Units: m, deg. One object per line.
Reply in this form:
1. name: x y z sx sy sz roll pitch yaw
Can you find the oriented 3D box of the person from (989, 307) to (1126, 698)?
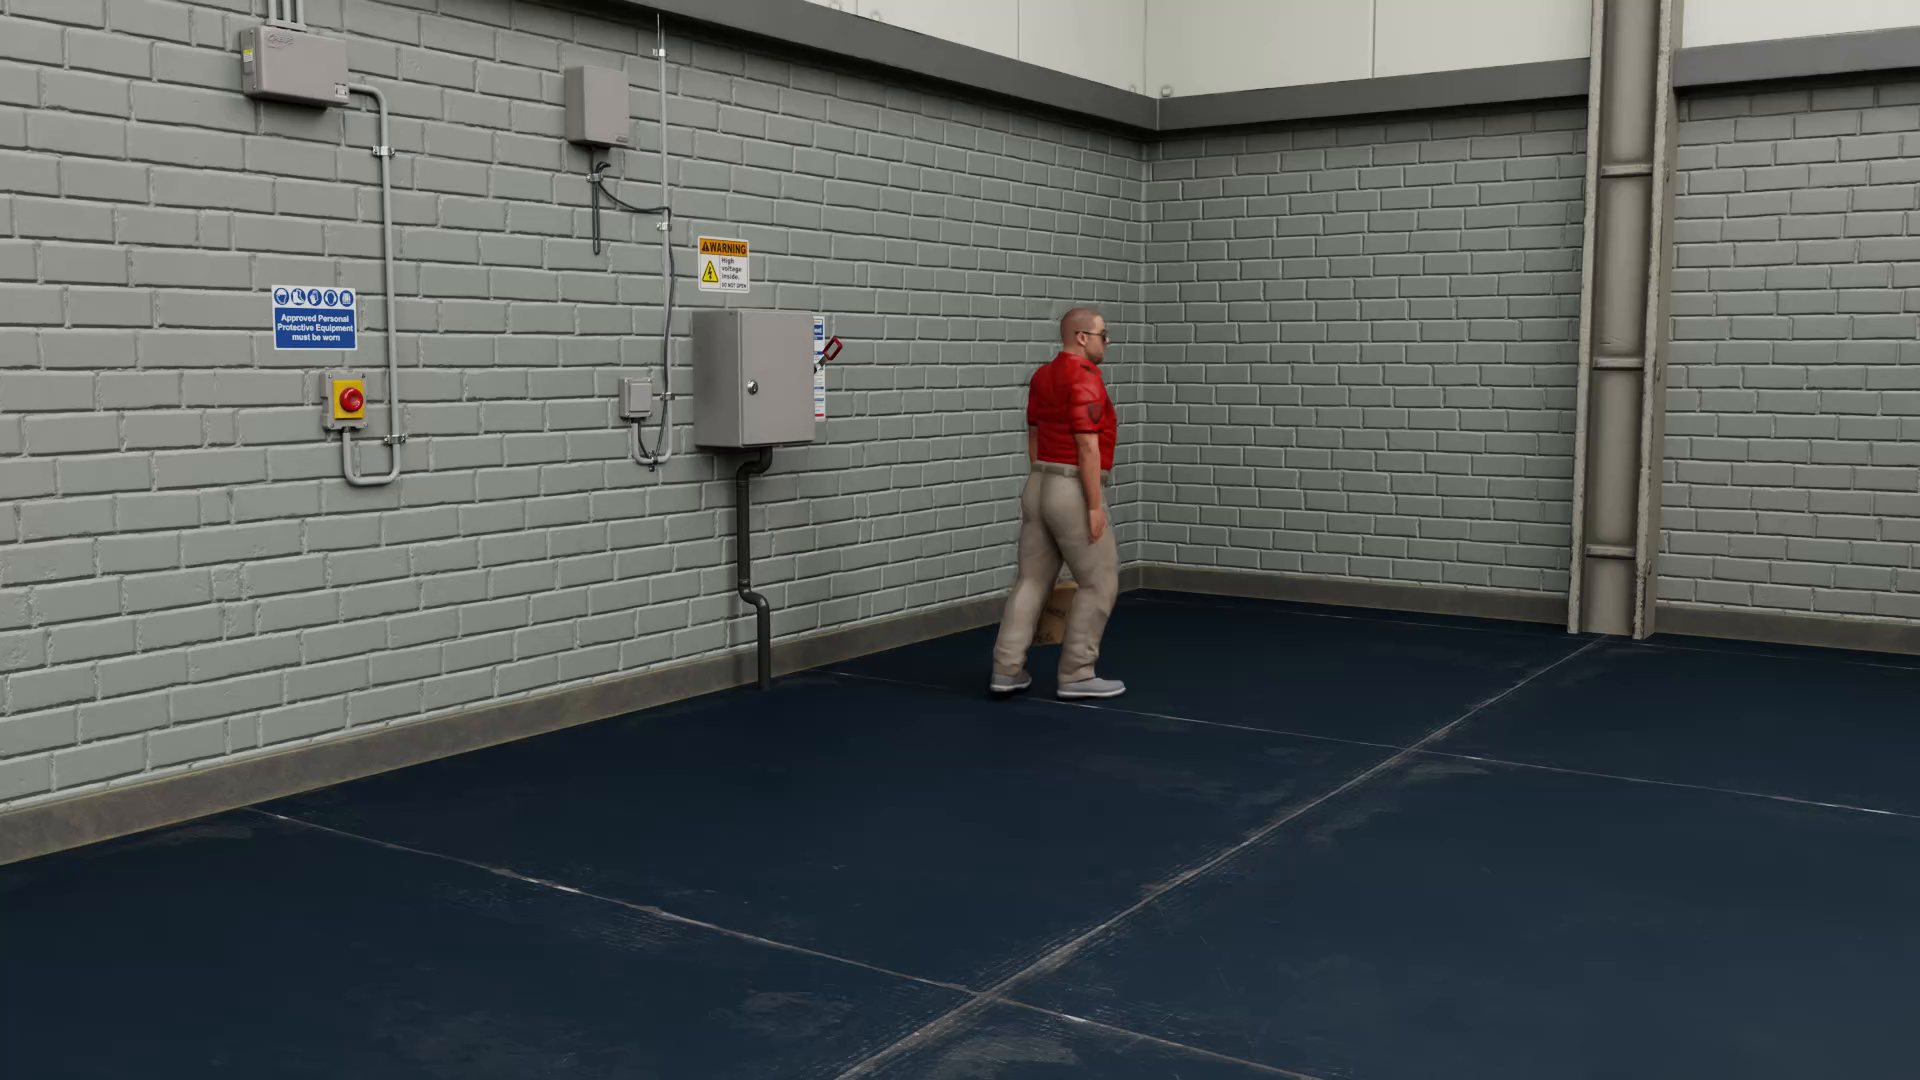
1. person: 0.438 -0.157 7.299 0.589 1.713 0.551 -4 7 -30
